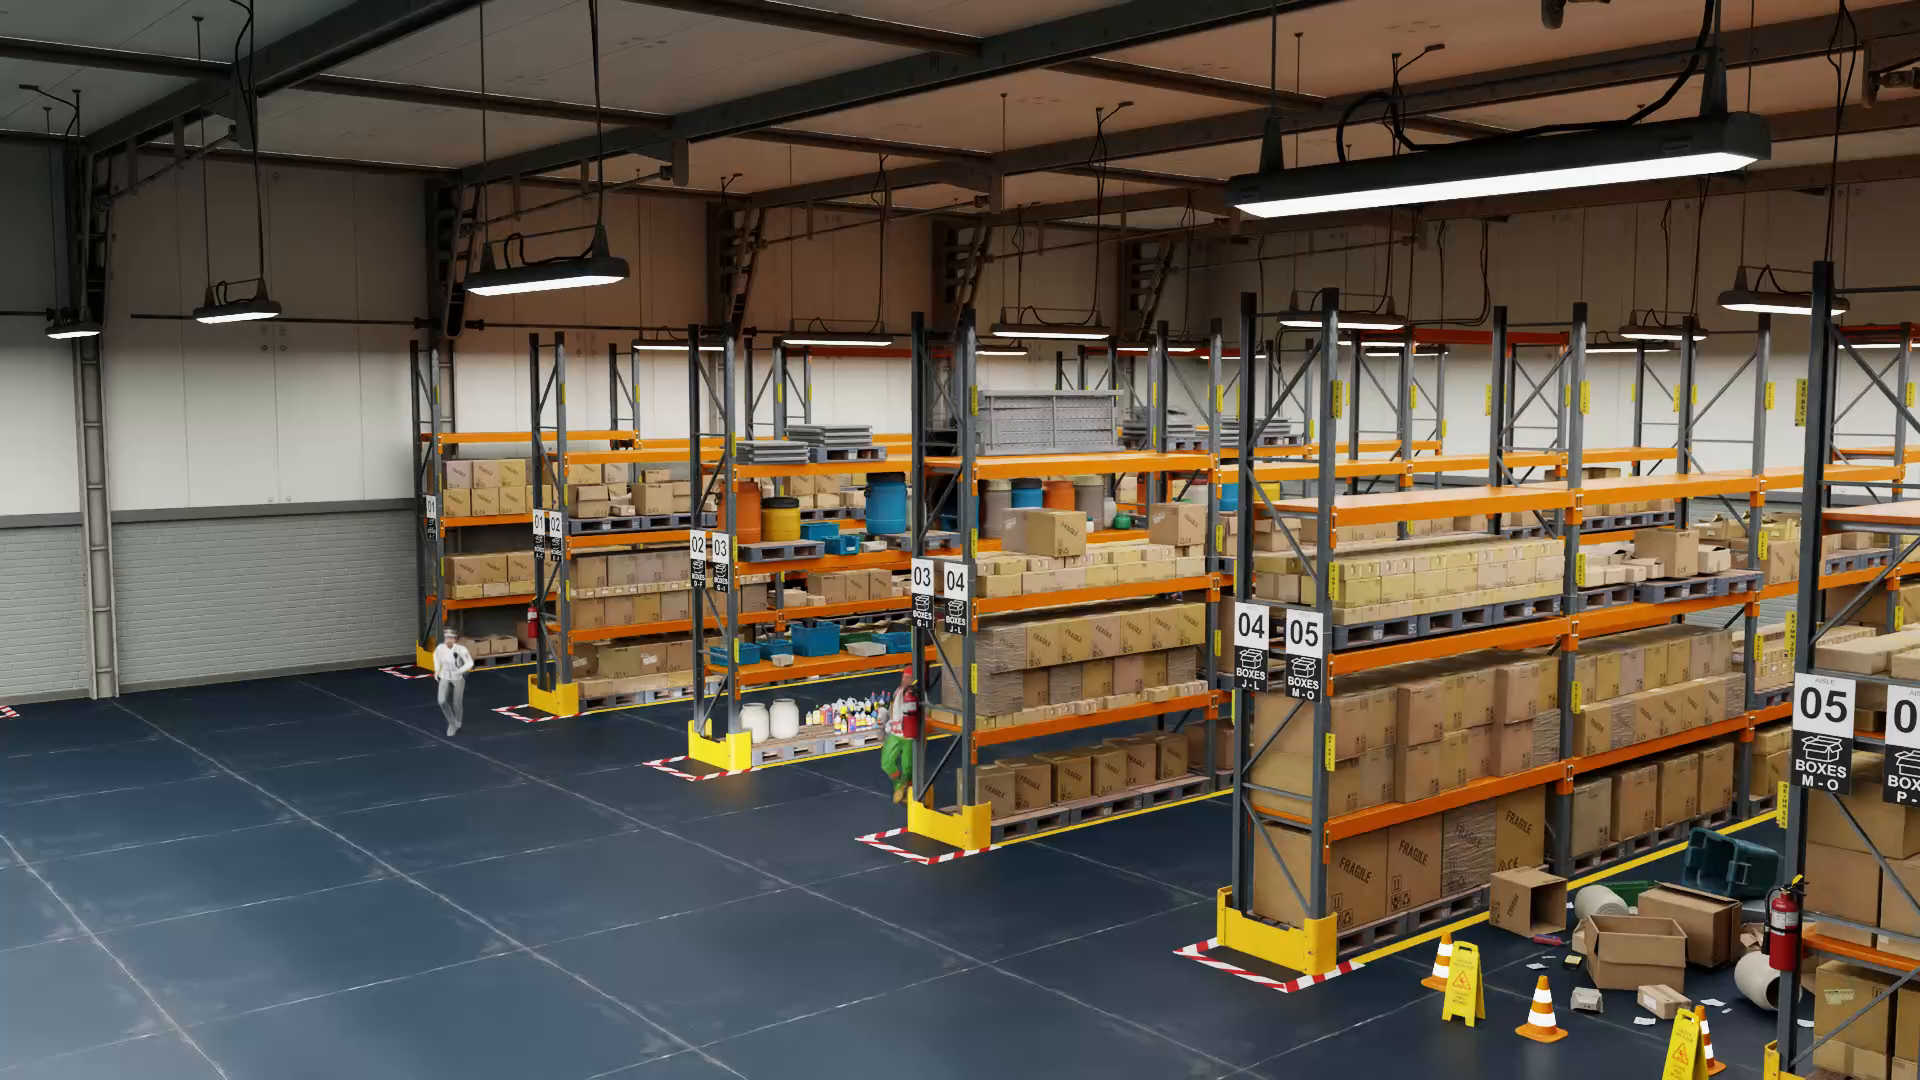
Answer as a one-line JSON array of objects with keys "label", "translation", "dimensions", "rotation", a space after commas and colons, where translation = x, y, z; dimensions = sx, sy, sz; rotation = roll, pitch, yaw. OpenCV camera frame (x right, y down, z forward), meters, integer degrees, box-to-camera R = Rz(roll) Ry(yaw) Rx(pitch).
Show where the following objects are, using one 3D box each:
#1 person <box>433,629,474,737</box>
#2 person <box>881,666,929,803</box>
[{"label": "person", "translation": [-7.525, 2.097, 24.727], "dimensions": [0.632, 1.640, 0.826], "rotation": [0, 5, -4]}, {"label": "person", "translation": [-0.673, 2.401, 20.384], "dimensions": [0.637, 1.734, 0.643], "rotation": [4, 7, 36]}]
